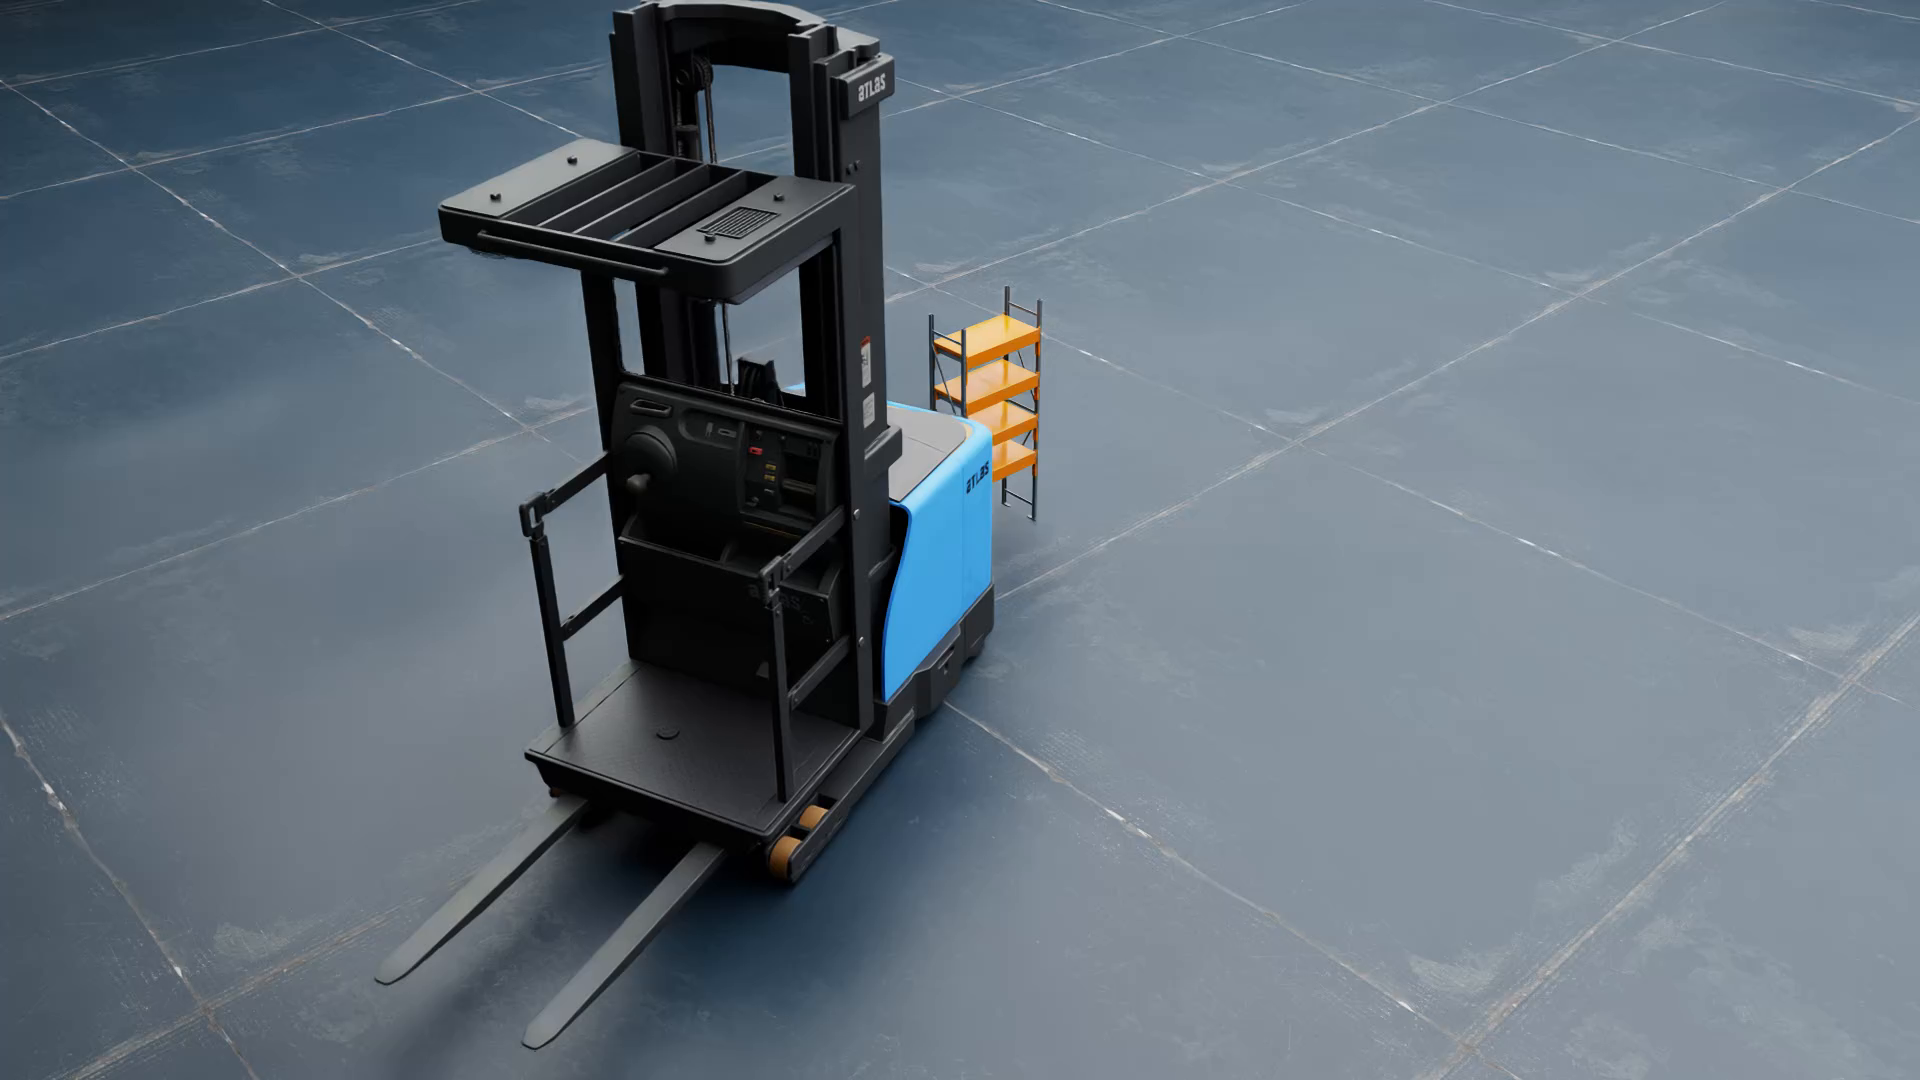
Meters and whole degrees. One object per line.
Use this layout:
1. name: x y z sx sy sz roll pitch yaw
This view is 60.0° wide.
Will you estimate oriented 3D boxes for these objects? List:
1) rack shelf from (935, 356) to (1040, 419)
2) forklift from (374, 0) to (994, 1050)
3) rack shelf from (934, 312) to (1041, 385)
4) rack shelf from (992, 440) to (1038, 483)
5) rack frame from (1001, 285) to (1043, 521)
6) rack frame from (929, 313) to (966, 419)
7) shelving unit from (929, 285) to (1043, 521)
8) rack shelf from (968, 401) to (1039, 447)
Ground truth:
1. rack shelf: 0.121 -0.704 7.951 0.480 0.148 0.258 -26 40 -35
2. forklift: -0.955 -0.247 5.845 1.130 2.935 3.031 15 34 22
3. rack shelf: 0.121 -0.906 7.828 0.480 0.148 0.258 -26 40 -35
4. rack shelf: 0.121 -0.344 8.172 0.480 0.148 0.258 -26 40 -35
5. rack frame: 0.300 -0.657 8.175 0.015 1.200 0.240 -26 40 -35
6. rack frame: -0.058 -0.484 7.891 0.015 1.200 0.240 -26 40 -35
7. shelving unit: 0.121 -0.571 8.033 0.503 1.200 0.258 -26 40 -35
8. rack shelf: 0.121 -0.513 8.068 0.480 0.148 0.258 -26 40 -35
